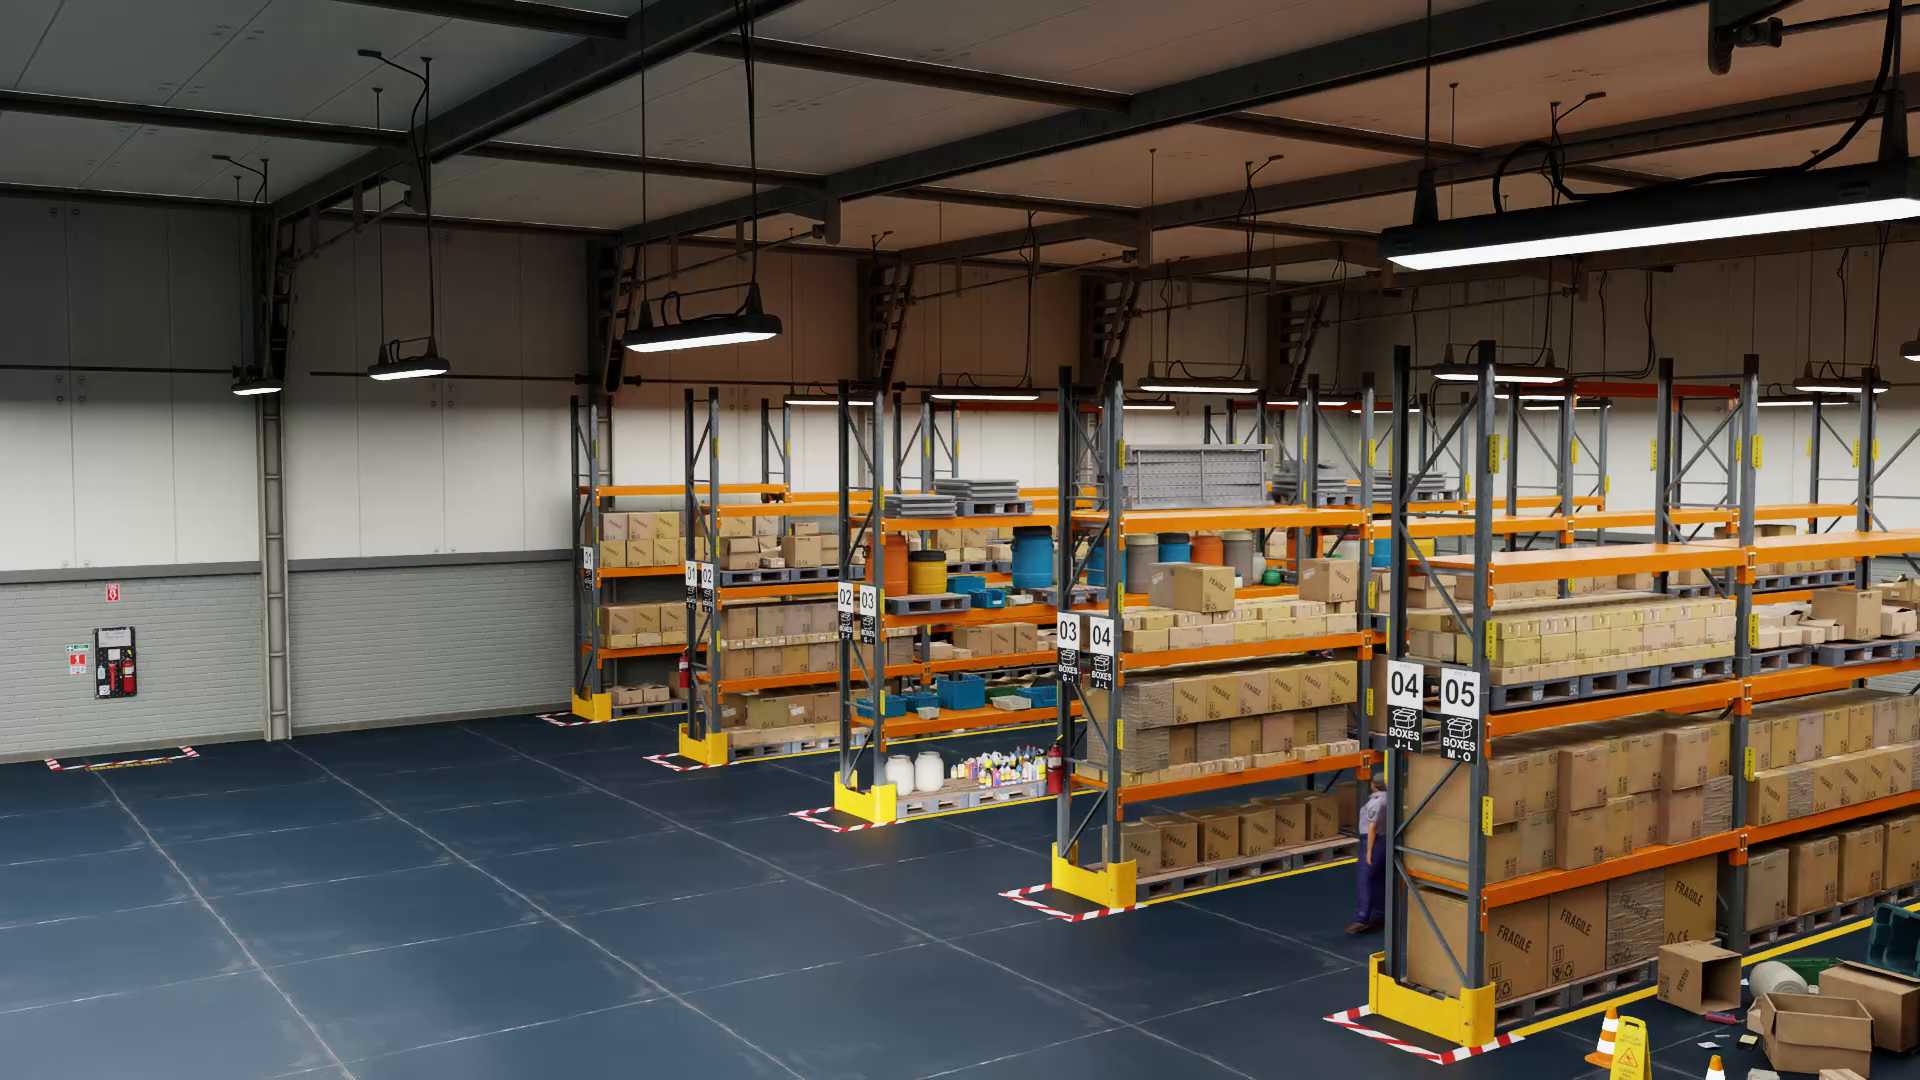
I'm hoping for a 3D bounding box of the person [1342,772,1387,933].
[{"bbox_3d":[4.341,3.293,17.585,0.425,1.677,0.608,2,4,33],"label":"person"}]
